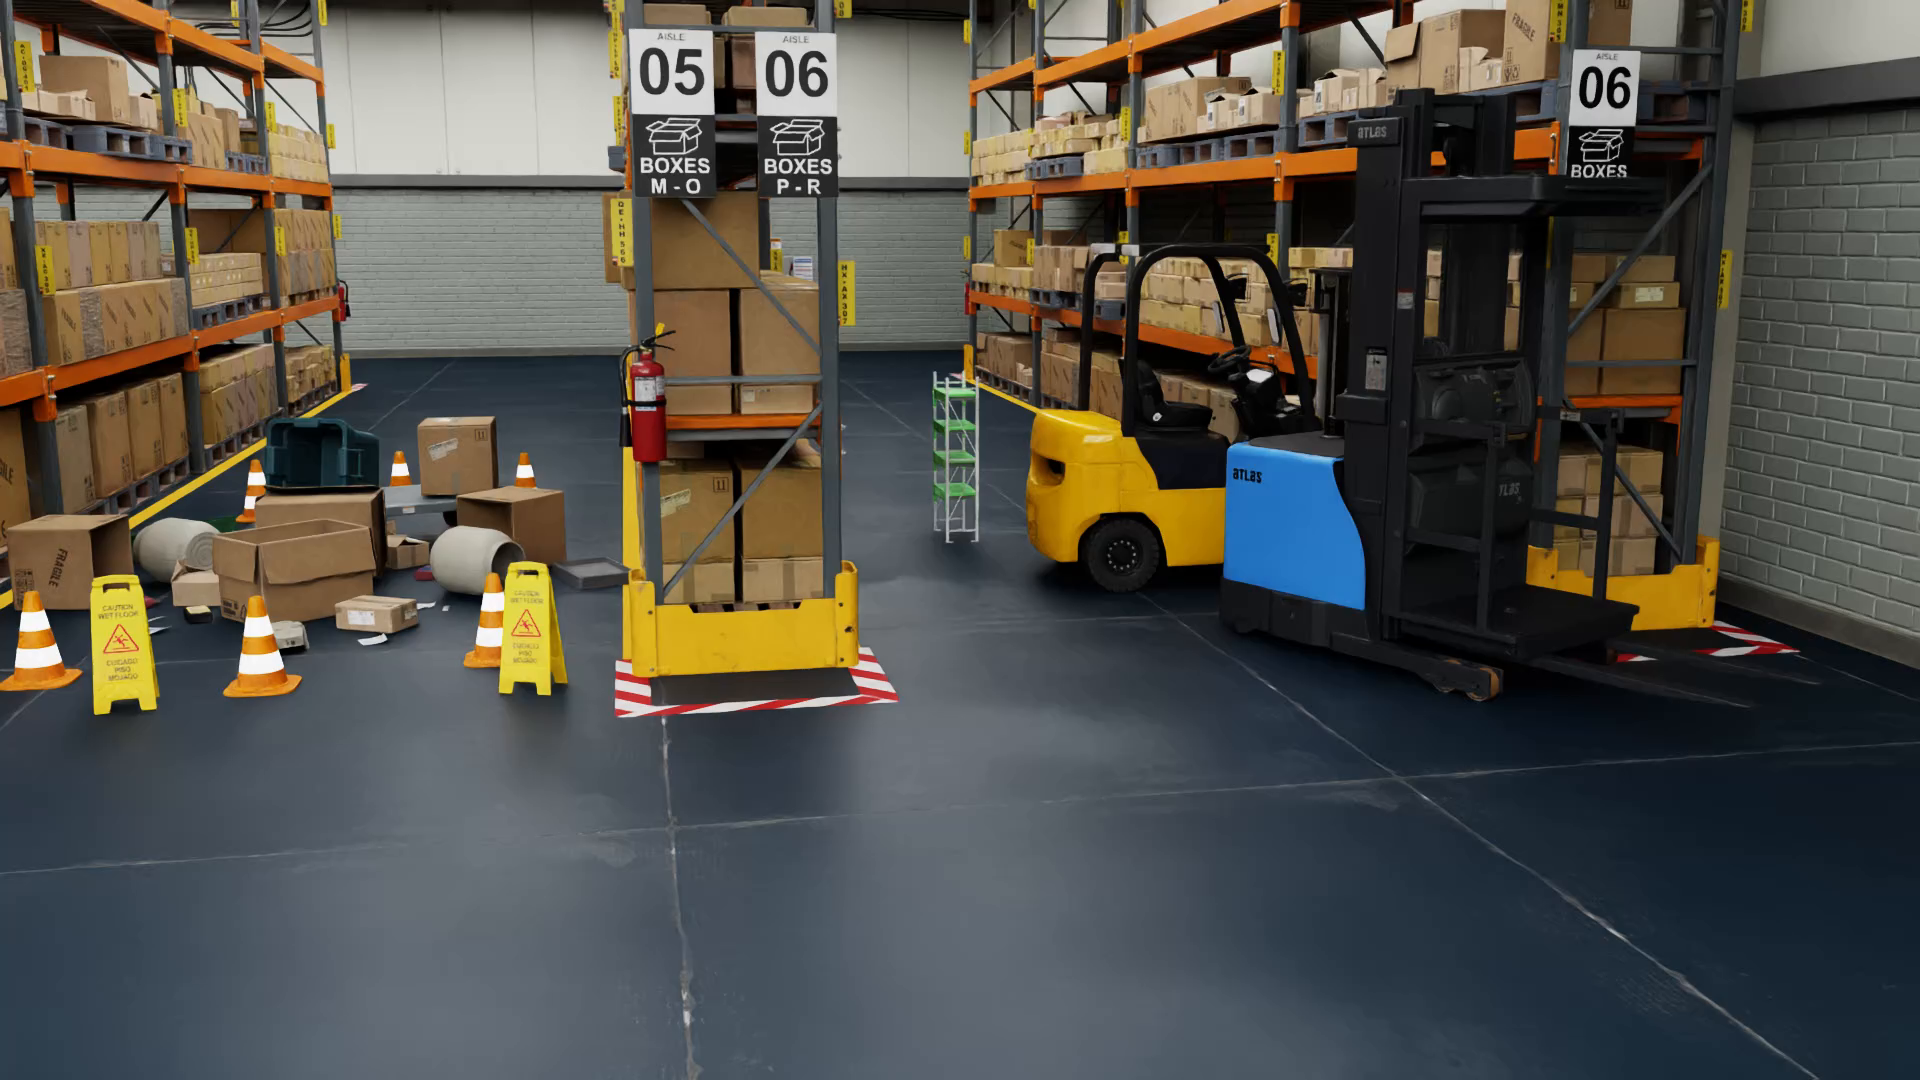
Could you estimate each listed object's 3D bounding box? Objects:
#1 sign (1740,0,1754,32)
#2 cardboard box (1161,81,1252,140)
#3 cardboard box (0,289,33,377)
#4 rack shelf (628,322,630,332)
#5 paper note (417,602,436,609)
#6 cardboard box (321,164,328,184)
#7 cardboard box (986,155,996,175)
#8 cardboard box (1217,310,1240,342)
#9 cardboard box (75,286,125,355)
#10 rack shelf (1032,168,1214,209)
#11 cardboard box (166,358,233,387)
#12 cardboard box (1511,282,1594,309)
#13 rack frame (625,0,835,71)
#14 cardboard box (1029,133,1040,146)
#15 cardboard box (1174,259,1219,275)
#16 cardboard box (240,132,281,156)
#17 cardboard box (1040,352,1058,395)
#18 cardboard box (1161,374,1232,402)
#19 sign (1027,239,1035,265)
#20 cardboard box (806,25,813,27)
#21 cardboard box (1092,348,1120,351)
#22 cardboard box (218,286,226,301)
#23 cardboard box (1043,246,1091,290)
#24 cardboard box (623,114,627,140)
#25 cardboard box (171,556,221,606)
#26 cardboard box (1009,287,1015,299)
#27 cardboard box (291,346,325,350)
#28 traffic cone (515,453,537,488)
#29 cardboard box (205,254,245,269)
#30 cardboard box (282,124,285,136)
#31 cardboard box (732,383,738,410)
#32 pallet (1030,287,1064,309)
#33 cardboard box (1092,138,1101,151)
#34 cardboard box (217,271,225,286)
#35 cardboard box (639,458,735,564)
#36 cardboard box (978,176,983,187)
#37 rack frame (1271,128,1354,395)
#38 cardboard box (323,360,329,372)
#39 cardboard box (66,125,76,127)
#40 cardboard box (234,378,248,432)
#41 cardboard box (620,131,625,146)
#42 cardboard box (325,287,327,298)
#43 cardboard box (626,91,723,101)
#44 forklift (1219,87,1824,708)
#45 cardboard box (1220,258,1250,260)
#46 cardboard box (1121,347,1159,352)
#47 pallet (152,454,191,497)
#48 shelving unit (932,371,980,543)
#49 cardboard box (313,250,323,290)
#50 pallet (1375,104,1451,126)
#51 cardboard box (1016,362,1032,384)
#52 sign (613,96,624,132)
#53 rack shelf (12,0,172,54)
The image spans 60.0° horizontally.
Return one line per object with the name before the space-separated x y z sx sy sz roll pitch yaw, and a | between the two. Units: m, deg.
sign | 4.298 -2.949 9.097 0.100 0.325 0.005 -2 11 -11
cardboard box | 2.295 -4.003 15.525 0.700 0.500 0.500 -2 11 -12
cardboard box | -6.646 -1.349 10.858 0.875 0.550 0.550 -2 11 -11
rack shelf | -3.060 -2.288 18.118 1.077 0.370 4.000 -2 11 -11
paper note | -3.270 0.395 10.071 0.148 0.019 0.142 2 11 9
cardboard box | -8.715 -4.869 22.135 0.500 0.250 0.500 -2 11 -12
cardboard box | 0.665 -5.191 23.029 0.500 0.250 0.500 -2 11 -13
cardboard box | 2.517 -1.823 14.154 0.500 0.250 0.500 -2 11 -11
cardboard box | -6.761 -1.682 12.743 0.500 0.500 0.500 -2 11 -11
rack shelf | 1.808 -3.942 18.789 1.077 0.370 4.000 -2 11 -11
cardboard box | -7.503 -1.651 16.404 0.500 0.250 0.500 -2 11 -12
cardboard box | 3.410 -1.409 9.577 0.380 0.149 0.250 -2 11 -10
rack frame | -1.116 -3.754 7.853 1.000 3.000 0.127 -2 11 -11
cardboard box | 1.047 -4.870 20.225 0.380 0.149 0.250 -2 11 -9
cardboard box | 2.240 -2.567 15.656 0.380 0.149 0.250 -2 11 -10
cardboard box | -8.144 -4.552 19.131 0.500 0.250 0.500 -2 11 -9
cardboard box | 1.292 -2.071 20.615 0.500 0.500 0.500 -2 11 -9
cardboard box | 2.439 -1.261 16.026 0.875 0.625 0.625 -2 11 -9
sign | 0.888 -3.593 20.738 0.100 0.325 0.005 -2 11 -11
cardboard box | -1.013 -2.764 9.213 0.380 0.149 0.250 -2 11 -11
cardboard box | 1.624 -2.125 19.166 0.380 0.149 0.250 -2 11 -11
cardboard box | -7.656 -2.491 16.811 0.380 0.149 0.250 -2 11 -10
cardboard box | 1.394 -3.253 19.873 0.700 0.500 0.500 -2 11 -10
cardboard box | -1.909 -2.585 10.406 0.380 0.149 0.250 -2 11 -12
cardboard box | -4.588 0.249 10.177 0.396 0.266 0.258 0 11 -1
cardboard box | 0.861 -3.304 22.203 0.380 0.149 0.250 -2 11 -12
cardboard box | -8.719 -2.505 22.246 0.380 0.149 0.250 -2 11 -10
traffic cone | -3.508 -0.471 13.433 0.336 0.463 0.334 -2 11 -11
cardboard box | -7.863 -2.973 17.753 0.380 0.149 0.250 -2 11 -11
cardboard box | -8.305 -4.904 19.915 0.380 0.149 0.250 -2 11 -13
cardboard box | -1.042 -0.799 9.045 0.380 0.149 0.250 -2 11 -10
pallet | 1.467 -2.944 20.157 1.003 0.211 1.213 -2 11 -11
cardboard box | 1.667 -4.344 18.312 0.380 0.149 0.250 -2 11 -9
cardboard box | -7.656 -2.637 16.781 0.380 0.149 0.250 -2 11 -12
cardboard box | -1.527 -0.168 9.284 0.500 0.500 0.500 -2 11 -11
cardboard box | 0.475 -5.206 24.175 0.380 0.149 0.250 -2 11 -10
rack frame | 2.975 -1.722 13.221 1.000 3.000 0.127 -2 11 -11
cardboard box | -8.578 -2.313 22.034 0.380 0.149 0.250 -3 11 -13
cardboard box | -7.485 -3.498 13.543 0.500 0.250 0.500 -2 11 -9
cardboard box | -7.600 -1.379 16.982 0.500 0.500 0.500 -2 11 -12
cardboard box | -3.050 -4.178 16.712 0.700 0.500 0.500 -3 11 -14
cardboard box | -8.711 -3.323 22.305 0.380 0.149 0.250 -2 11 -11
cardboard box | -1.563 -2.530 9.049 0.500 0.250 0.500 -2 11 -12
forklift | 2.767 -0.760 8.350 1.130 2.935 3.031 -8 13 -37
cardboard box | 2.726 -2.635 16.015 0.380 0.149 0.250 -2 11 -12
cardboard box | 2.086 -2.146 19.275 0.380 0.149 0.250 -3 11 -13
pallet | -7.428 -0.559 14.567 1.003 0.211 1.213 -2 11 -11
shelving unit | -0.032 -0.620 12.244 0.258 1.200 0.503 -2 11 -11
cardboard box | -8.520 -3.478 21.384 0.500 0.500 0.500 -2 11 -11
pallet | 3.400 -2.773 10.958 1.003 0.211 1.213 -2 11 -11
cardboard box | 0.953 -2.209 21.971 0.396 0.266 0.258 -2 11 -9
sign | -3.217 -4.022 15.689 0.100 0.325 0.005 -2 11 -11
rack shelf | -7.118 -4.106 12.697 1.077 0.370 4.000 -2 11 -11
